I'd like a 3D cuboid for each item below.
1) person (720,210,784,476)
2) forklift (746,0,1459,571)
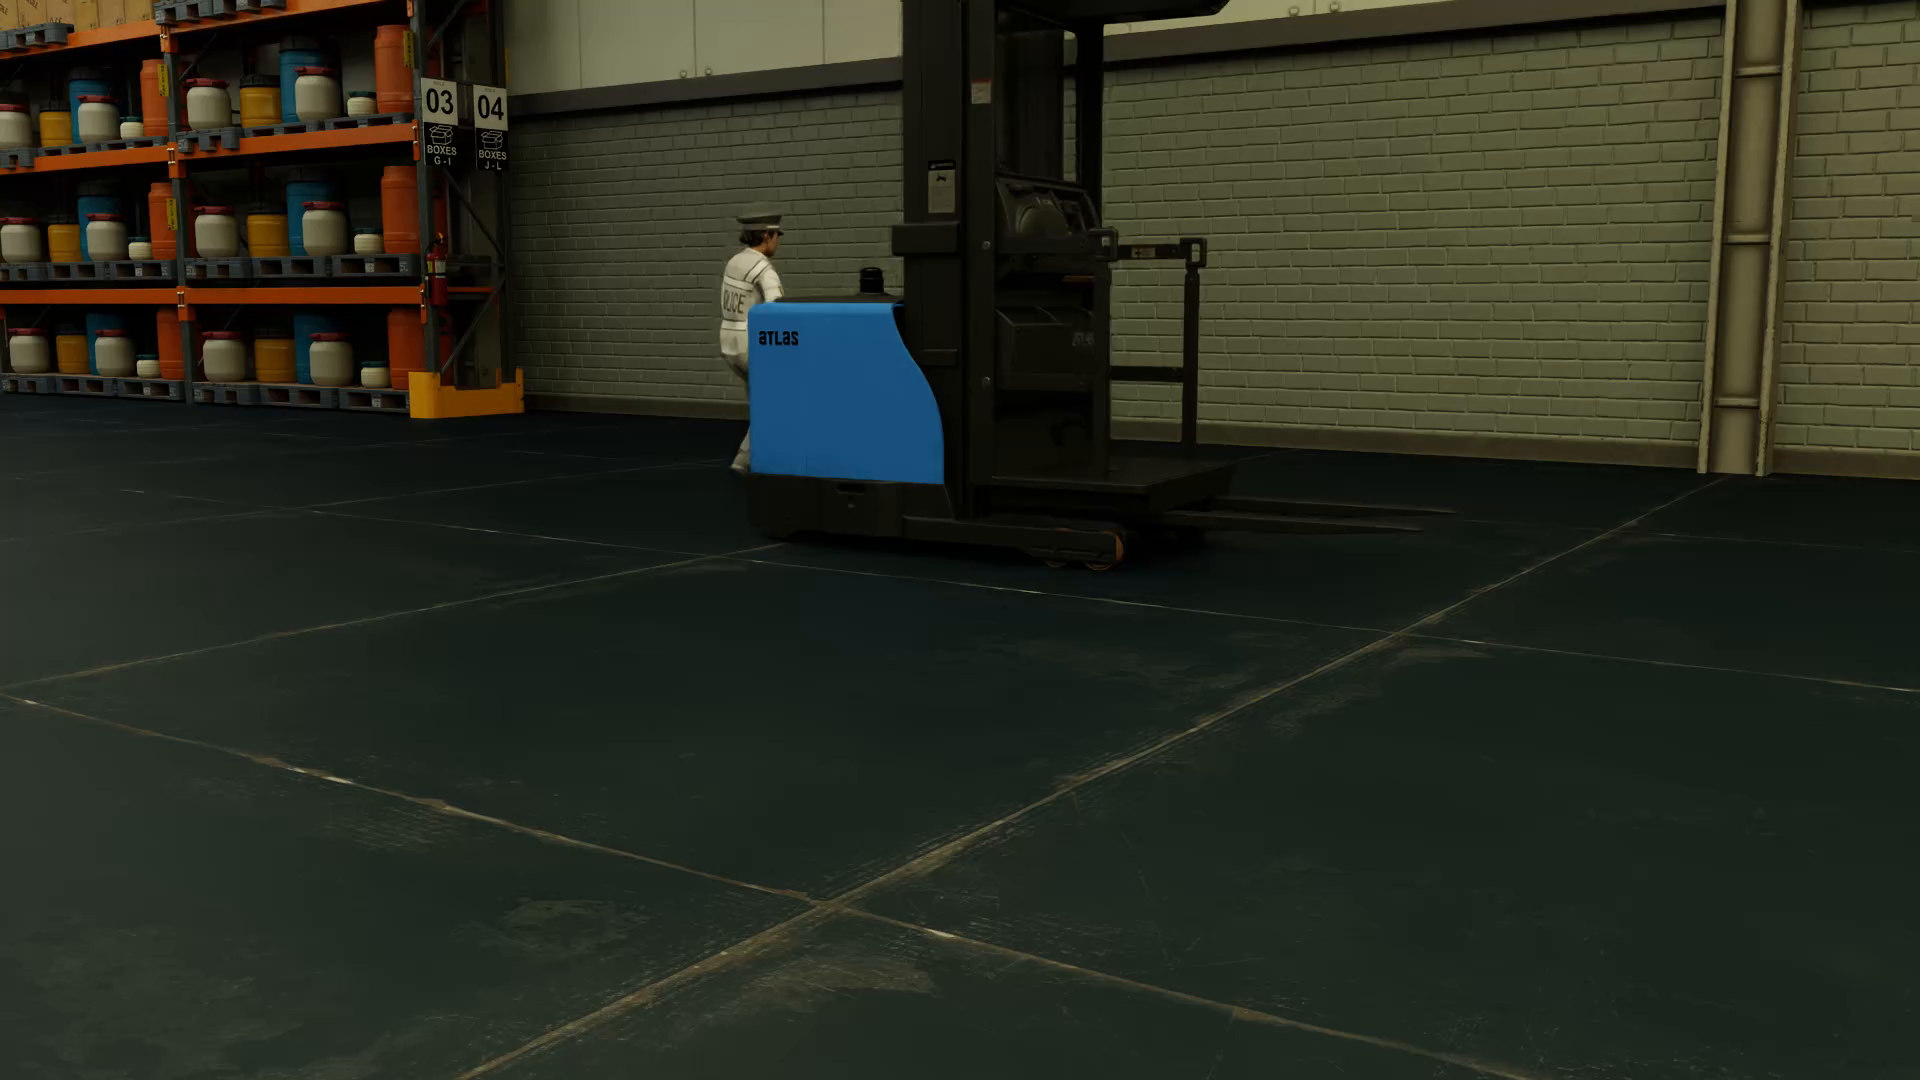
[{"bbox_3d":[-1.108,-1.081,9.530,0.429,1.587,0.664,-6,10,-35],"label":"person"},{"bbox_3d":[0.570,-1.410,7.109,3.031,2.935,1.130,4,9,28],"label":"forklift"}]
